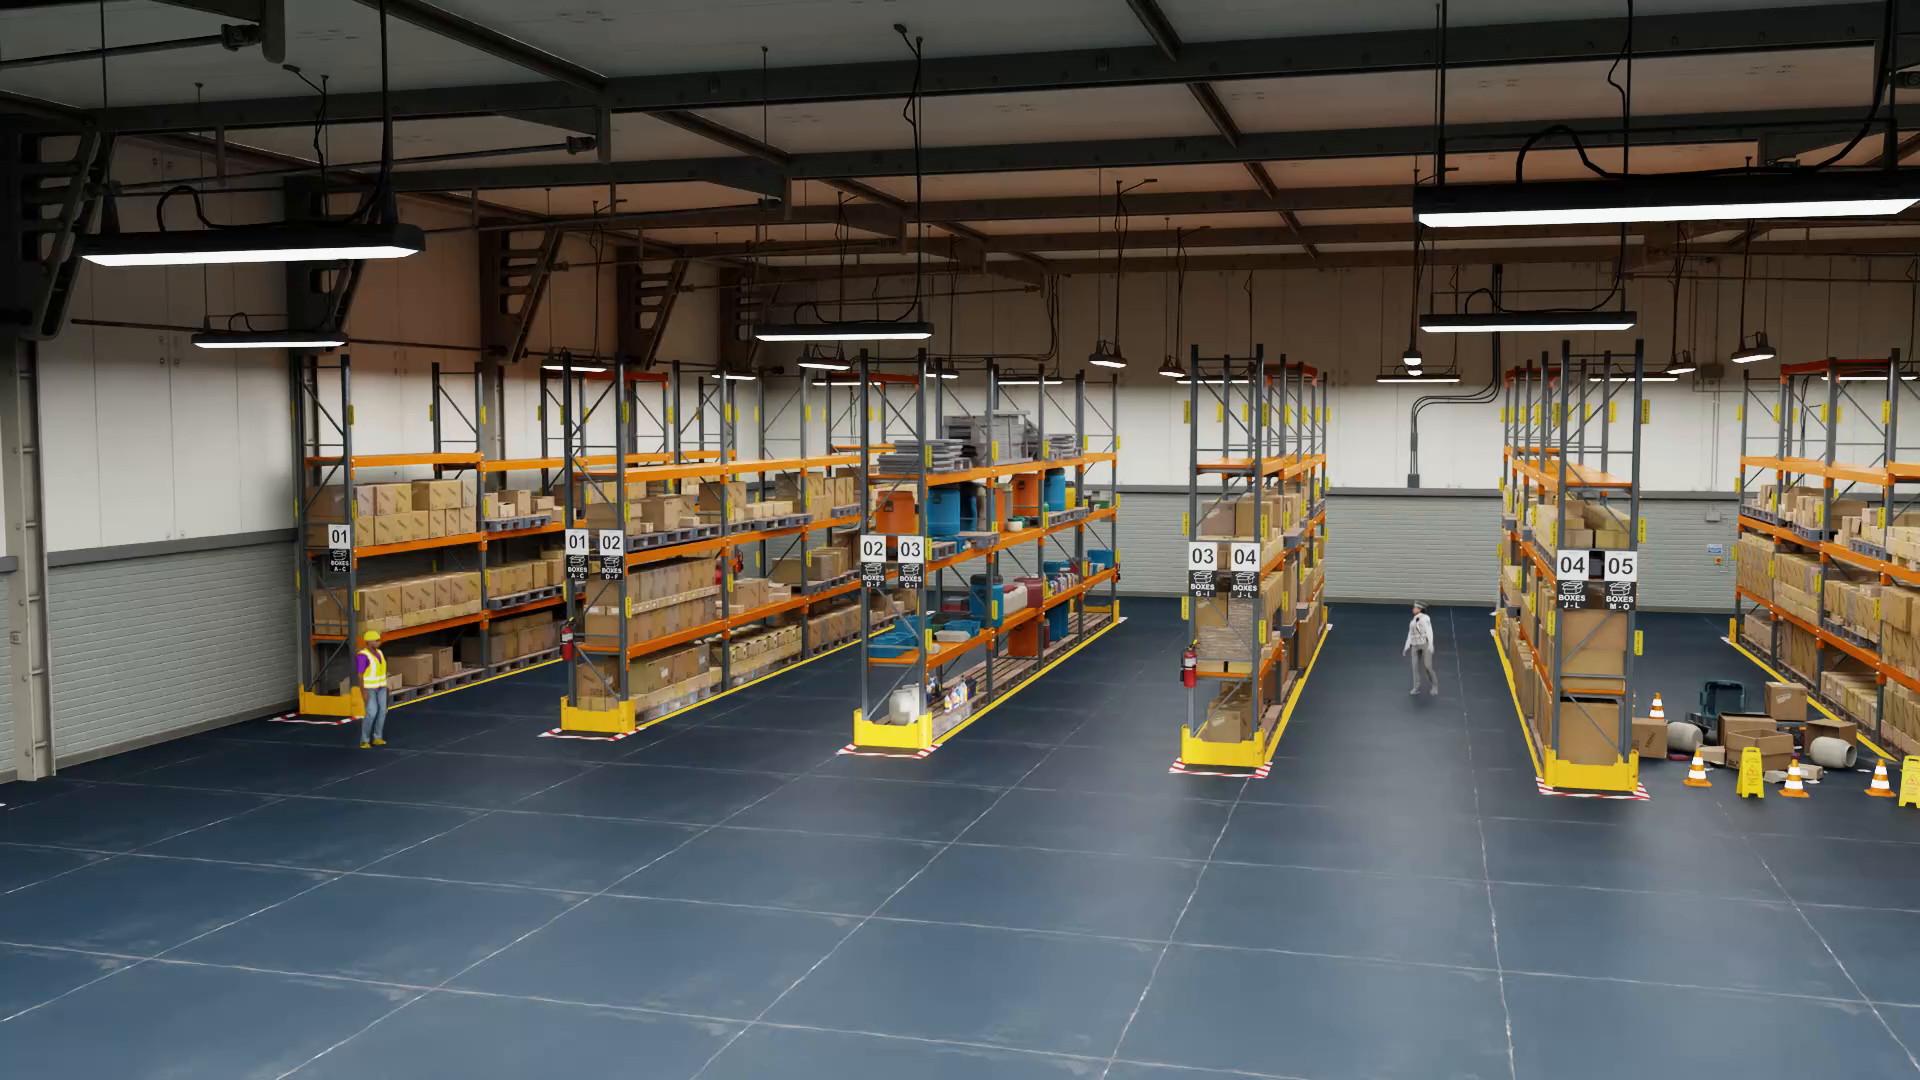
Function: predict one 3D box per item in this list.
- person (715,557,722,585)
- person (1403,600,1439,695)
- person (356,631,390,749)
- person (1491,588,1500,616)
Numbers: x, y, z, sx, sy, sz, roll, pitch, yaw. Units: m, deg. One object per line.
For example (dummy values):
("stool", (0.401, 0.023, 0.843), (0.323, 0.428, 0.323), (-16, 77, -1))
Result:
("person", (-5.681, 1.238, 38.837), (0.511, 1.680, 0.857), (1, 4, 12))
("person", (8.285, 1.930, 29.792), (0.485, 1.687, 0.615), (-3, 5, -38))
("person", (-8.881, 2.278, 25.209), (0.390, 1.825, 0.628), (2, 5, 28))
("person", (13.658, 1.078, 41.262), (0.921, 1.635, 0.463), (0, 4, -3))
